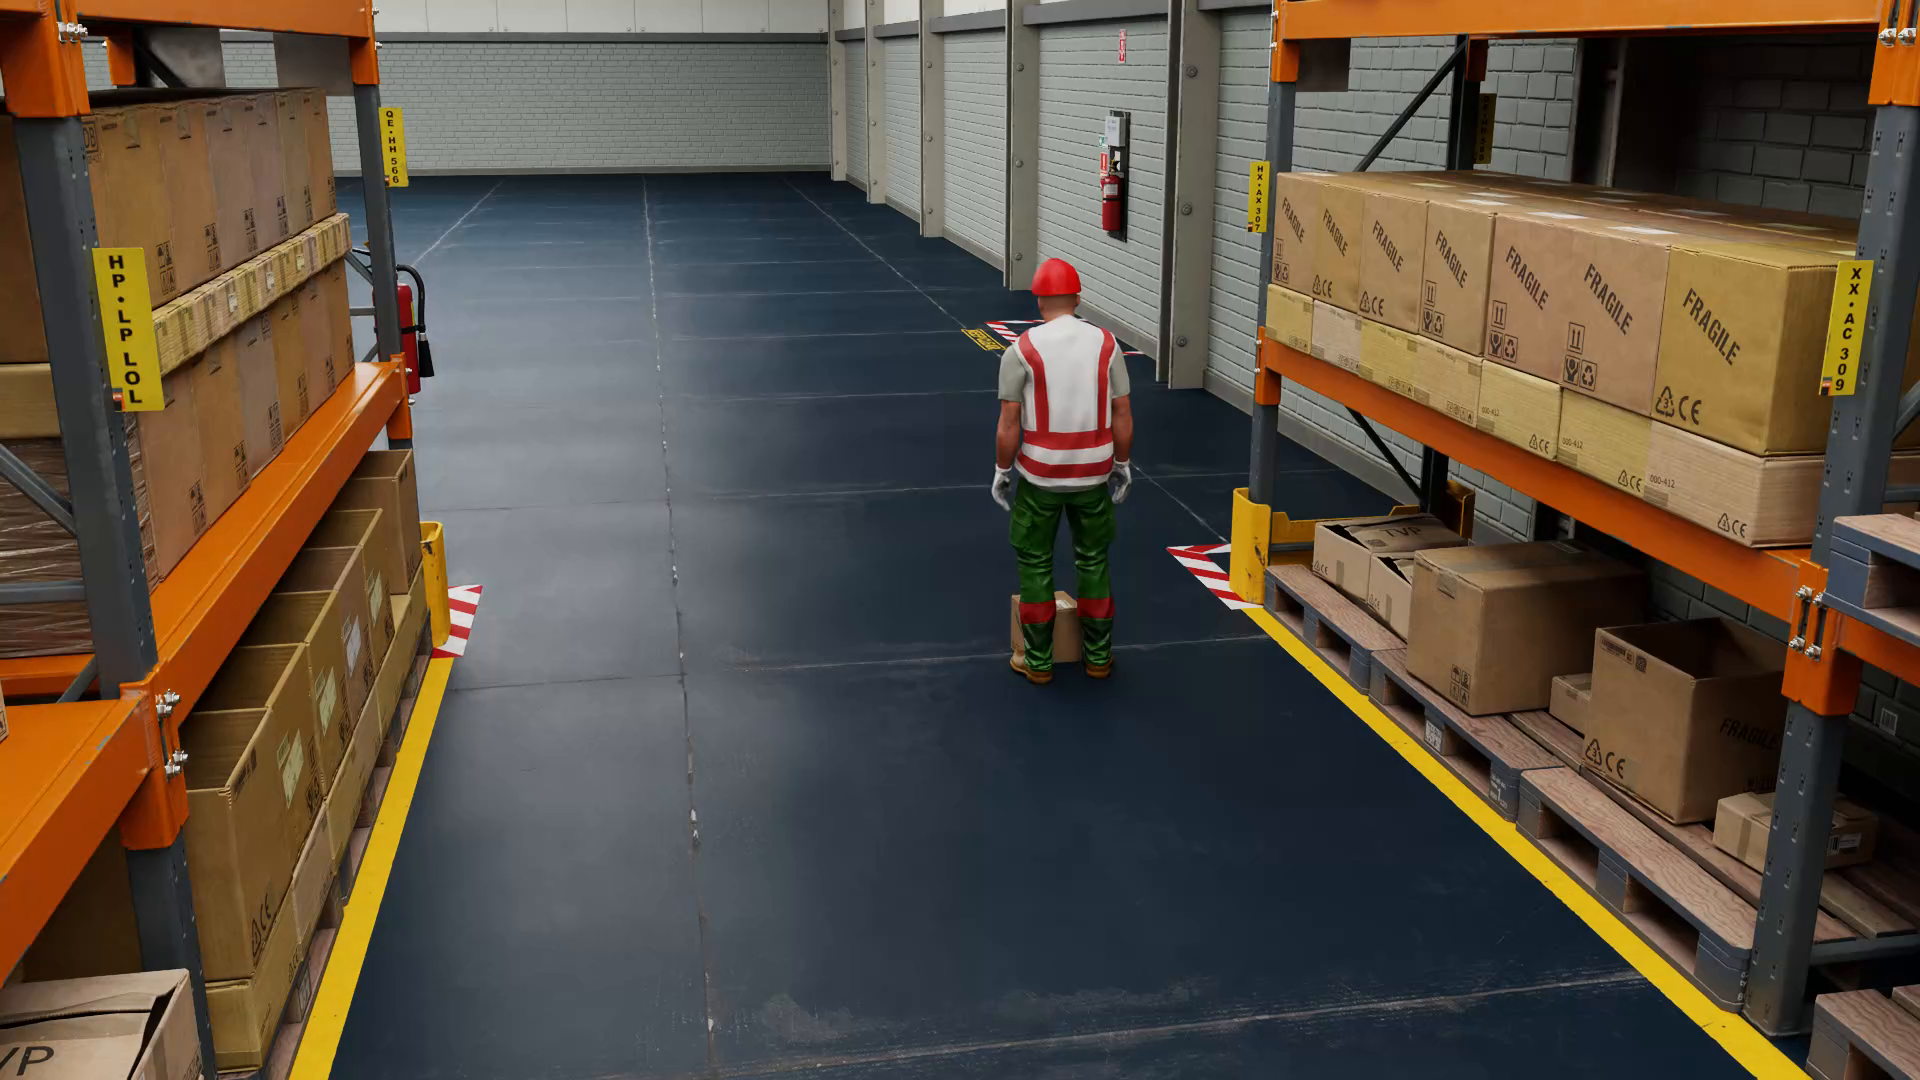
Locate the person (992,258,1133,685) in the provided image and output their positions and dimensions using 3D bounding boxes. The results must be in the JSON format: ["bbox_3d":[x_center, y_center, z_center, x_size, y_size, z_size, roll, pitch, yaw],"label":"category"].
[{"bbox_3d":[0.430,-0.277,6.965,0.604,1.778,0.453,-3,16,-11],"label":"person"}]
